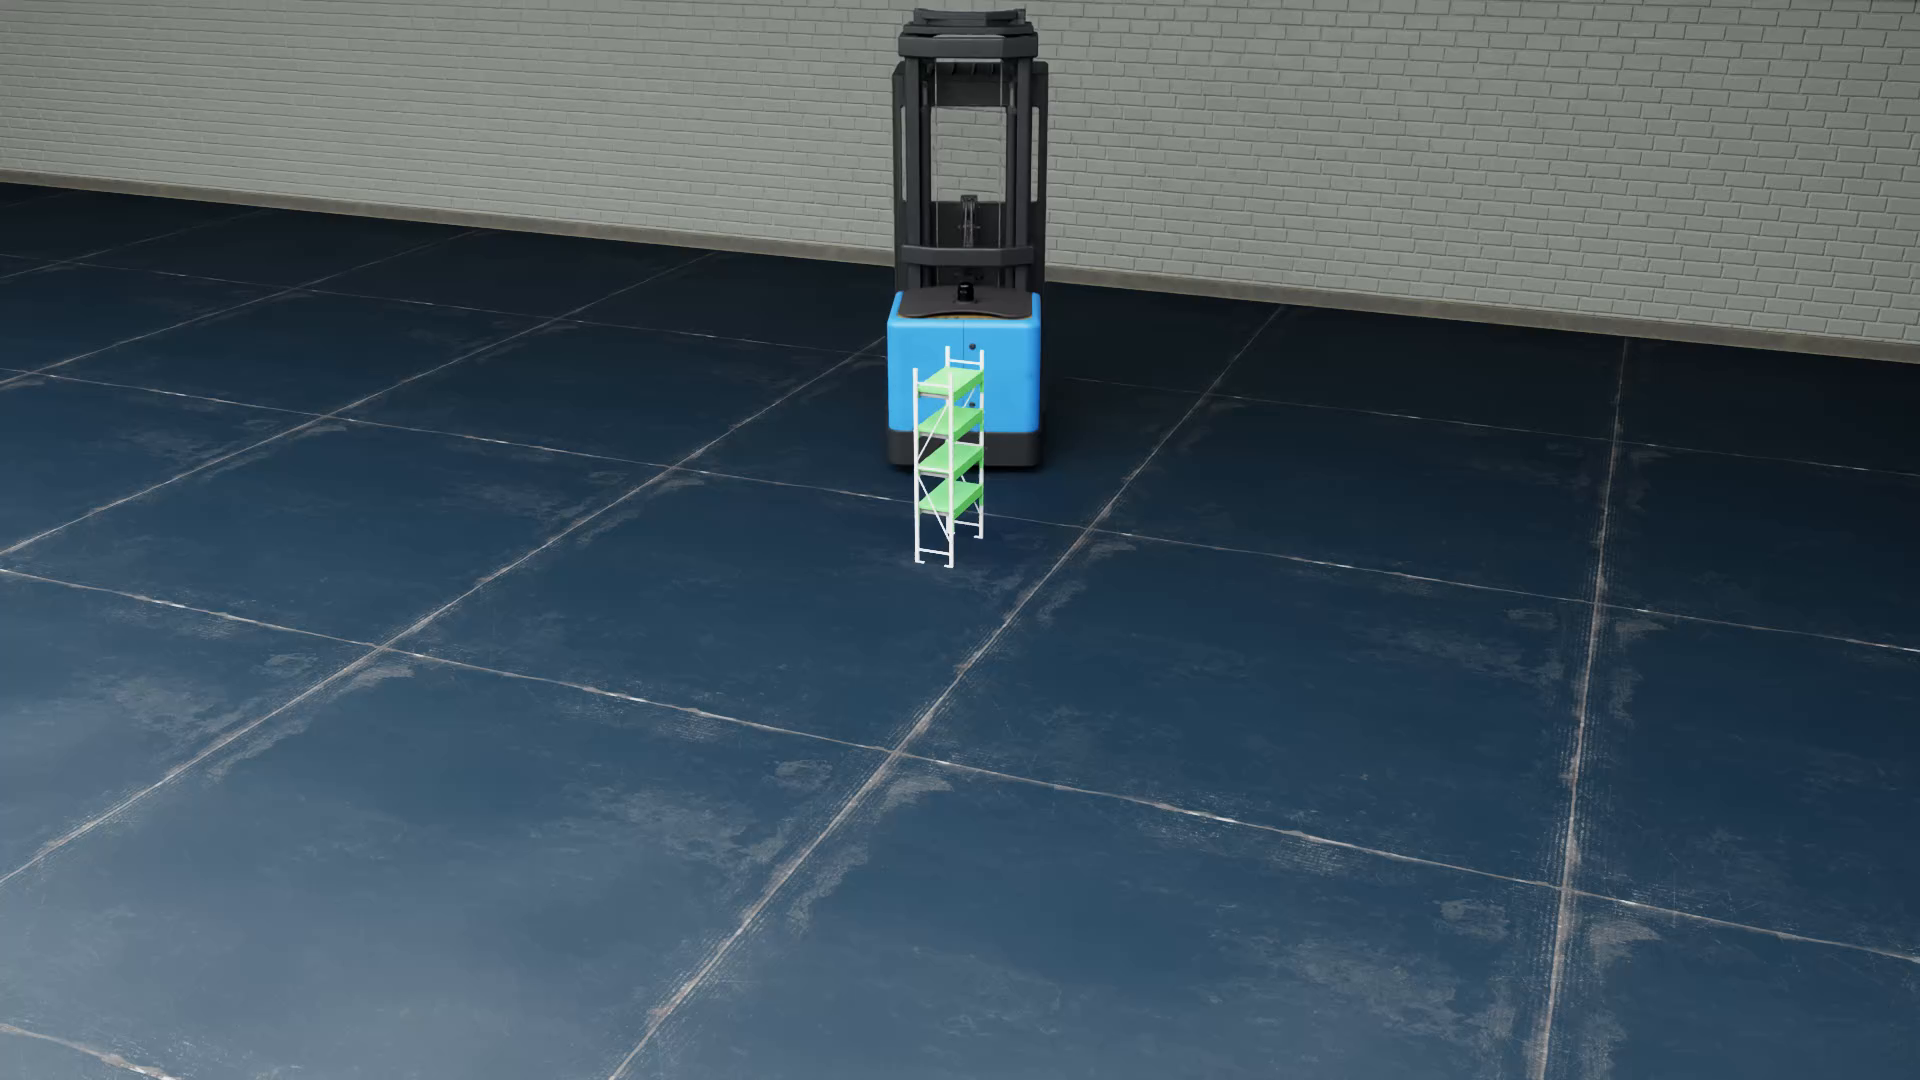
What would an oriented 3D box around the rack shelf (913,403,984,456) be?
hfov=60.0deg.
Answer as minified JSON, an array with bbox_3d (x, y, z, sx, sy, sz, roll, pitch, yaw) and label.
[{"bbox_3d":[-0.062,-0.657,9.809,0.258,0.148,0.480,9,24,20],"label":"rack shelf"}]

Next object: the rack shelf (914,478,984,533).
[{"bbox_3d":[-0.061,-0.214,9.994,0.258,0.148,0.480,9,24,20],"label":"rack shelf"}]

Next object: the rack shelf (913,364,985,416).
[{"bbox_3d":[-0.062,-0.878,9.717,0.258,0.148,0.480,9,24,20],"label":"rack shelf"}]

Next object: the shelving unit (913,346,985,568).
[{"bbox_3d":[-0.062,-0.494,9.877,0.258,1.200,0.503,9,24,20],"label":"shelving unit"}]

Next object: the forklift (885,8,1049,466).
[{"bbox_3d":[0.081,-2.372,12.127,1.130,2.935,3.031,1,23,2],"label":"forklift"}]

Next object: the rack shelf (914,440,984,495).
[{"bbox_3d":[-0.061,-0.435,9.902,0.258,0.148,0.480,9,24,20],"label":"rack shelf"}]

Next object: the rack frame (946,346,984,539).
[{"bbox_3d":[0.029,-0.582,10.086,0.240,1.200,0.015,9,24,20],"label":"rack frame"}]

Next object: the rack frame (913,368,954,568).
[{"bbox_3d":[-0.152,-0.407,9.668,0.240,1.200,0.015,9,24,20],"label":"rack frame"}]
